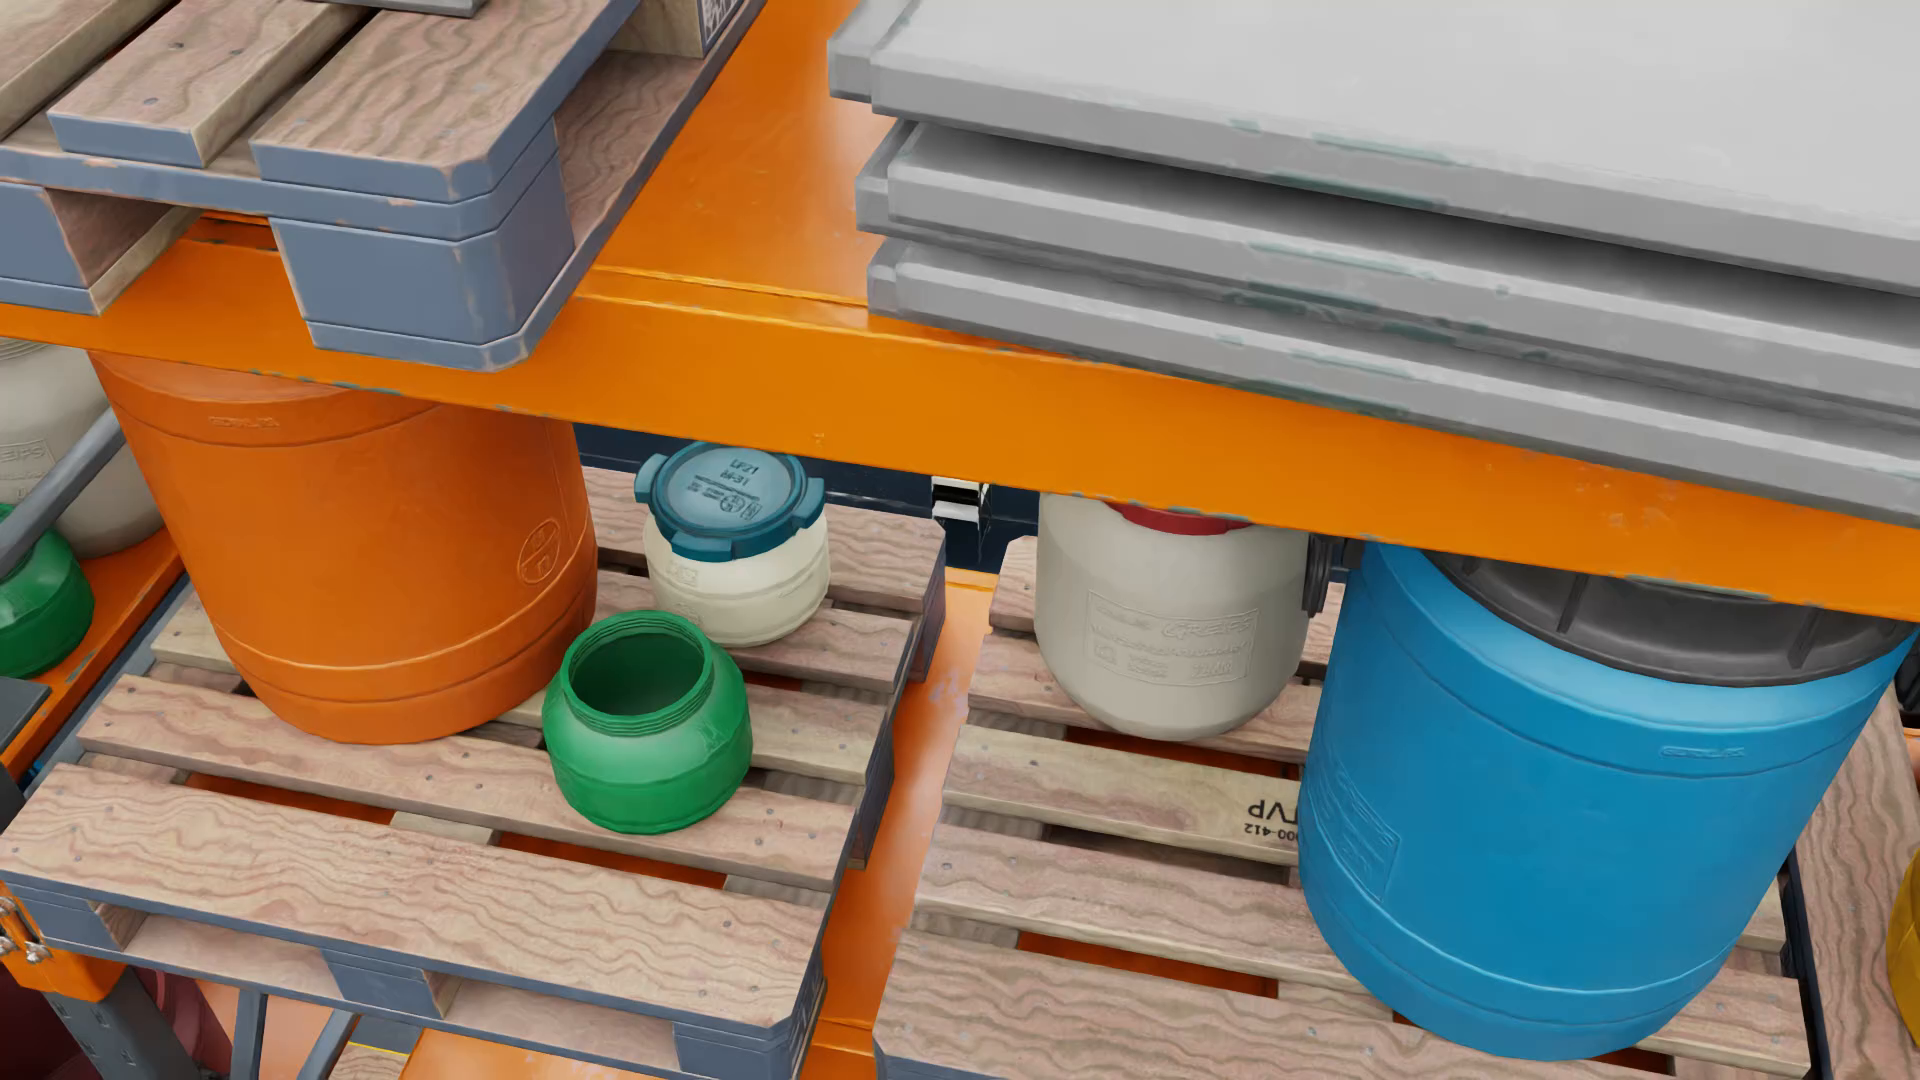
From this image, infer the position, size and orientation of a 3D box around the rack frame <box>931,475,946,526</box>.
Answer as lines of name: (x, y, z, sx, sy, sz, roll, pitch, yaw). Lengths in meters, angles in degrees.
rack frame: (-0.091, -0.338, 6.913, 0.006, 0.900, 0.240, 9, 45, 9)

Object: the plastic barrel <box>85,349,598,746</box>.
plastic barrel: (-0.885, -0.177, 2.455, 0.708, 0.830, 0.600, 9, 45, 9)

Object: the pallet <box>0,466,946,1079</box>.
pallet: (-0.713, 0.292, 2.717, 1.213, 0.211, 1.003, 9, 45, 9)

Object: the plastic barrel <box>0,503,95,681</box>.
plastic barrel: (-1.690, 0.095, 2.898, 0.294, 0.245, 0.294, 0, 44, 0)

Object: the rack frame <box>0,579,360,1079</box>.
rack frame: (-1.438, 1.122, 3.881, 0.127, 3.000, 1.000, 9, 45, 9)

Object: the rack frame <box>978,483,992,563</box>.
rack frame: (0.107, -0.308, 6.881, 0.006, 0.900, 0.240, 9, 45, 9)

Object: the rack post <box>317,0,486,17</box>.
rack post: (-0.722, -0.930, 1.742, 0.937, 0.300, 0.954, 9, 45, 9)

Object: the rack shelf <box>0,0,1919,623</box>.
rack shelf: (0.514, -0.333, 1.874, 4.000, 0.370, 1.077, 9, 45, 9)

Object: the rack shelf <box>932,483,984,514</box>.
rack shelf: (0.008, -0.234, 6.982, 0.200, 0.077, 0.258, 9, 45, 9)

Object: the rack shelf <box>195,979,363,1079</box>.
rack shelf: (-3.390, 1.079, 4.445, 4.000, 0.370, 1.077, 9, 45, 9)

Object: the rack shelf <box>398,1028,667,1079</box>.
rack shelf: (0.514, 1.684, 3.816, 4.000, 0.370, 1.077, 9, 45, 9)

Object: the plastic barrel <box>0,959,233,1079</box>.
plastic barrel: (-1.957, 1.208, 3.694, 0.708, 0.536, 0.600, 9, 45, 9)

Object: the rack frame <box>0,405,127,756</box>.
rack frame: (-1.438, -1.039, 1.801, 0.127, 3.000, 1.000, 9, 45, 9)

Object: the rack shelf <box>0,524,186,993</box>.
rack shelf: (-3.390, -0.002, 3.405, 4.000, 0.370, 1.077, 9, 45, 9)

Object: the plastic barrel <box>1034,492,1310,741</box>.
plastic barrel: (0.325, 0.008, 2.475, 0.433, 0.535, 0.433, 0, 44, 0)

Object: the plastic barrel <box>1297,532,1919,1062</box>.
plastic barrel: (0.766, 0.160, 2.053, 0.708, 0.901, 0.600, 9, 45, 9)

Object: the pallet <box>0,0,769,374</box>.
pallet: (-0.741, -0.697, 1.870, 1.003, 0.211, 1.213, 9, 45, 9)

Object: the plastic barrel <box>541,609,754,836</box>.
plastic barrel: (-0.454, 0.262, 2.421, 0.294, 0.245, 0.294, 0, 44, 0)

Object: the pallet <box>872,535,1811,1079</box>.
pallet: (0.572, 0.493, 2.508, 1.213, 0.211, 1.003, 9, 45, 9)

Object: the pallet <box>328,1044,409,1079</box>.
pallet: (-2.186, 1.983, 4.997, 1.213, 0.211, 1.003, 9, 45, 9)

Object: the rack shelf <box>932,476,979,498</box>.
rack shelf: (0.008, -0.299, 6.920, 0.200, 0.077, 0.258, 9, 45, 9)

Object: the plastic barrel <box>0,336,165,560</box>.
plastic barrel: (-1.674, -0.253, 3.066, 0.421, 0.512, 0.421, 0, 44, 0)

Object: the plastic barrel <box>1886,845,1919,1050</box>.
plastic barrel: (1.530, 0.427, 2.002, 0.600, 0.588, 0.600, 0, 44, 0)

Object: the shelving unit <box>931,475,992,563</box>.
shelving unit: (0.008, -0.323, 6.897, 0.210, 0.900, 0.258, 9, 45, 9)

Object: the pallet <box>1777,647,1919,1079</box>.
pallet: (1.679, 0.663, 2.332, 1.003, 0.211, 1.213, 9, 45, 9)

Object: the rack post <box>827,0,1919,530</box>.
rack post: (0.462, -0.474, 1.574, 0.954, 0.300, 0.937, 13, 45, 13)

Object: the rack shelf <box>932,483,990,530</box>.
rack shelf: (0.008, -0.169, 7.045, 0.200, 0.077, 0.258, 9, 45, 9)

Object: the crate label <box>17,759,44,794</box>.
crate label: (-2.349, 0.776, 4.215, 0.616, 0.435, 0.502, 9, 45, 9)

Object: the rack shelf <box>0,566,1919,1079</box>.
rack shelf: (0.514, 0.604, 2.776, 4.000, 0.370, 1.077, 9, 45, 9)

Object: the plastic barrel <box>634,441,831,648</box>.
plastic barrel: (-0.360, 0.003, 2.678, 0.301, 0.262, 0.301, 0, 44, 0)
